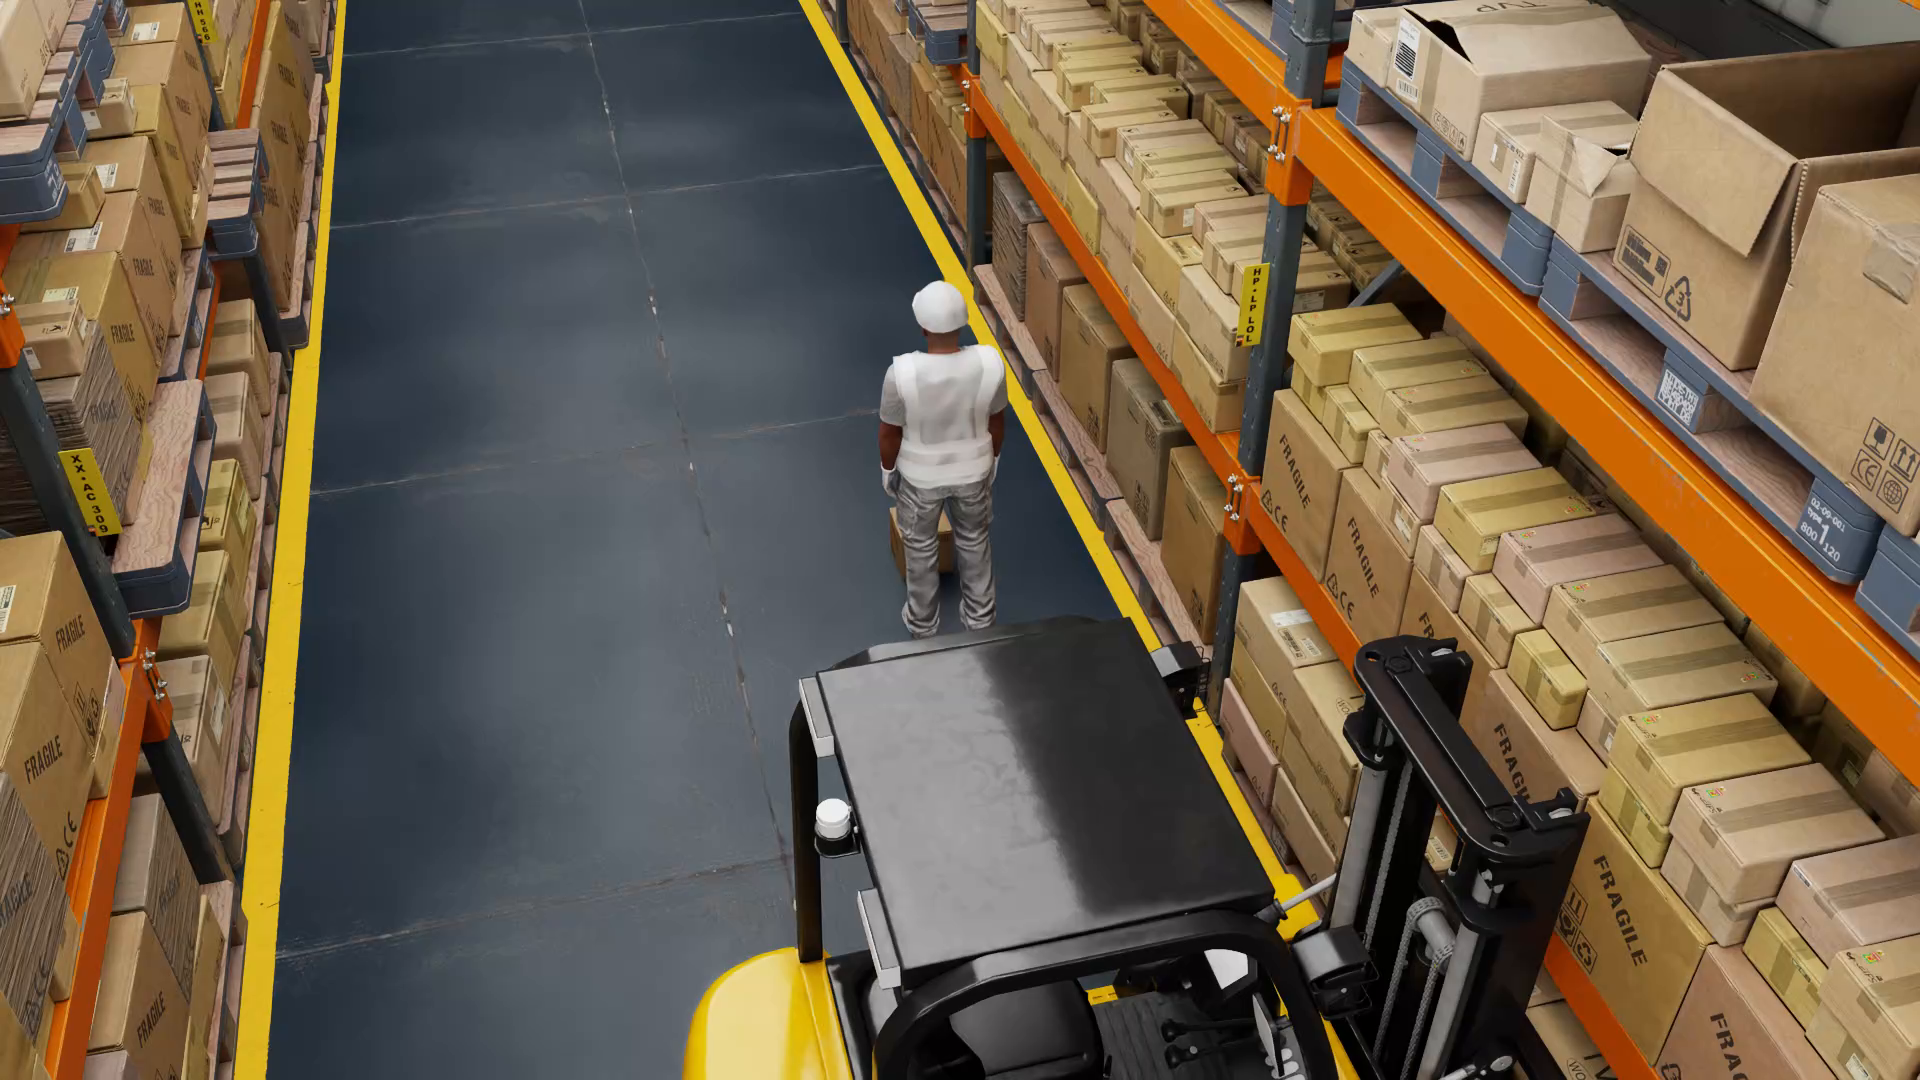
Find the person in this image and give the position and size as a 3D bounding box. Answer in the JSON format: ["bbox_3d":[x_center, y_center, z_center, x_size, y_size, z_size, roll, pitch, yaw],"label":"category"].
[{"bbox_3d":[-0.076,-0.304,7.106,0.540,1.803,0.350,-8,39,-11],"label":"person"}]
